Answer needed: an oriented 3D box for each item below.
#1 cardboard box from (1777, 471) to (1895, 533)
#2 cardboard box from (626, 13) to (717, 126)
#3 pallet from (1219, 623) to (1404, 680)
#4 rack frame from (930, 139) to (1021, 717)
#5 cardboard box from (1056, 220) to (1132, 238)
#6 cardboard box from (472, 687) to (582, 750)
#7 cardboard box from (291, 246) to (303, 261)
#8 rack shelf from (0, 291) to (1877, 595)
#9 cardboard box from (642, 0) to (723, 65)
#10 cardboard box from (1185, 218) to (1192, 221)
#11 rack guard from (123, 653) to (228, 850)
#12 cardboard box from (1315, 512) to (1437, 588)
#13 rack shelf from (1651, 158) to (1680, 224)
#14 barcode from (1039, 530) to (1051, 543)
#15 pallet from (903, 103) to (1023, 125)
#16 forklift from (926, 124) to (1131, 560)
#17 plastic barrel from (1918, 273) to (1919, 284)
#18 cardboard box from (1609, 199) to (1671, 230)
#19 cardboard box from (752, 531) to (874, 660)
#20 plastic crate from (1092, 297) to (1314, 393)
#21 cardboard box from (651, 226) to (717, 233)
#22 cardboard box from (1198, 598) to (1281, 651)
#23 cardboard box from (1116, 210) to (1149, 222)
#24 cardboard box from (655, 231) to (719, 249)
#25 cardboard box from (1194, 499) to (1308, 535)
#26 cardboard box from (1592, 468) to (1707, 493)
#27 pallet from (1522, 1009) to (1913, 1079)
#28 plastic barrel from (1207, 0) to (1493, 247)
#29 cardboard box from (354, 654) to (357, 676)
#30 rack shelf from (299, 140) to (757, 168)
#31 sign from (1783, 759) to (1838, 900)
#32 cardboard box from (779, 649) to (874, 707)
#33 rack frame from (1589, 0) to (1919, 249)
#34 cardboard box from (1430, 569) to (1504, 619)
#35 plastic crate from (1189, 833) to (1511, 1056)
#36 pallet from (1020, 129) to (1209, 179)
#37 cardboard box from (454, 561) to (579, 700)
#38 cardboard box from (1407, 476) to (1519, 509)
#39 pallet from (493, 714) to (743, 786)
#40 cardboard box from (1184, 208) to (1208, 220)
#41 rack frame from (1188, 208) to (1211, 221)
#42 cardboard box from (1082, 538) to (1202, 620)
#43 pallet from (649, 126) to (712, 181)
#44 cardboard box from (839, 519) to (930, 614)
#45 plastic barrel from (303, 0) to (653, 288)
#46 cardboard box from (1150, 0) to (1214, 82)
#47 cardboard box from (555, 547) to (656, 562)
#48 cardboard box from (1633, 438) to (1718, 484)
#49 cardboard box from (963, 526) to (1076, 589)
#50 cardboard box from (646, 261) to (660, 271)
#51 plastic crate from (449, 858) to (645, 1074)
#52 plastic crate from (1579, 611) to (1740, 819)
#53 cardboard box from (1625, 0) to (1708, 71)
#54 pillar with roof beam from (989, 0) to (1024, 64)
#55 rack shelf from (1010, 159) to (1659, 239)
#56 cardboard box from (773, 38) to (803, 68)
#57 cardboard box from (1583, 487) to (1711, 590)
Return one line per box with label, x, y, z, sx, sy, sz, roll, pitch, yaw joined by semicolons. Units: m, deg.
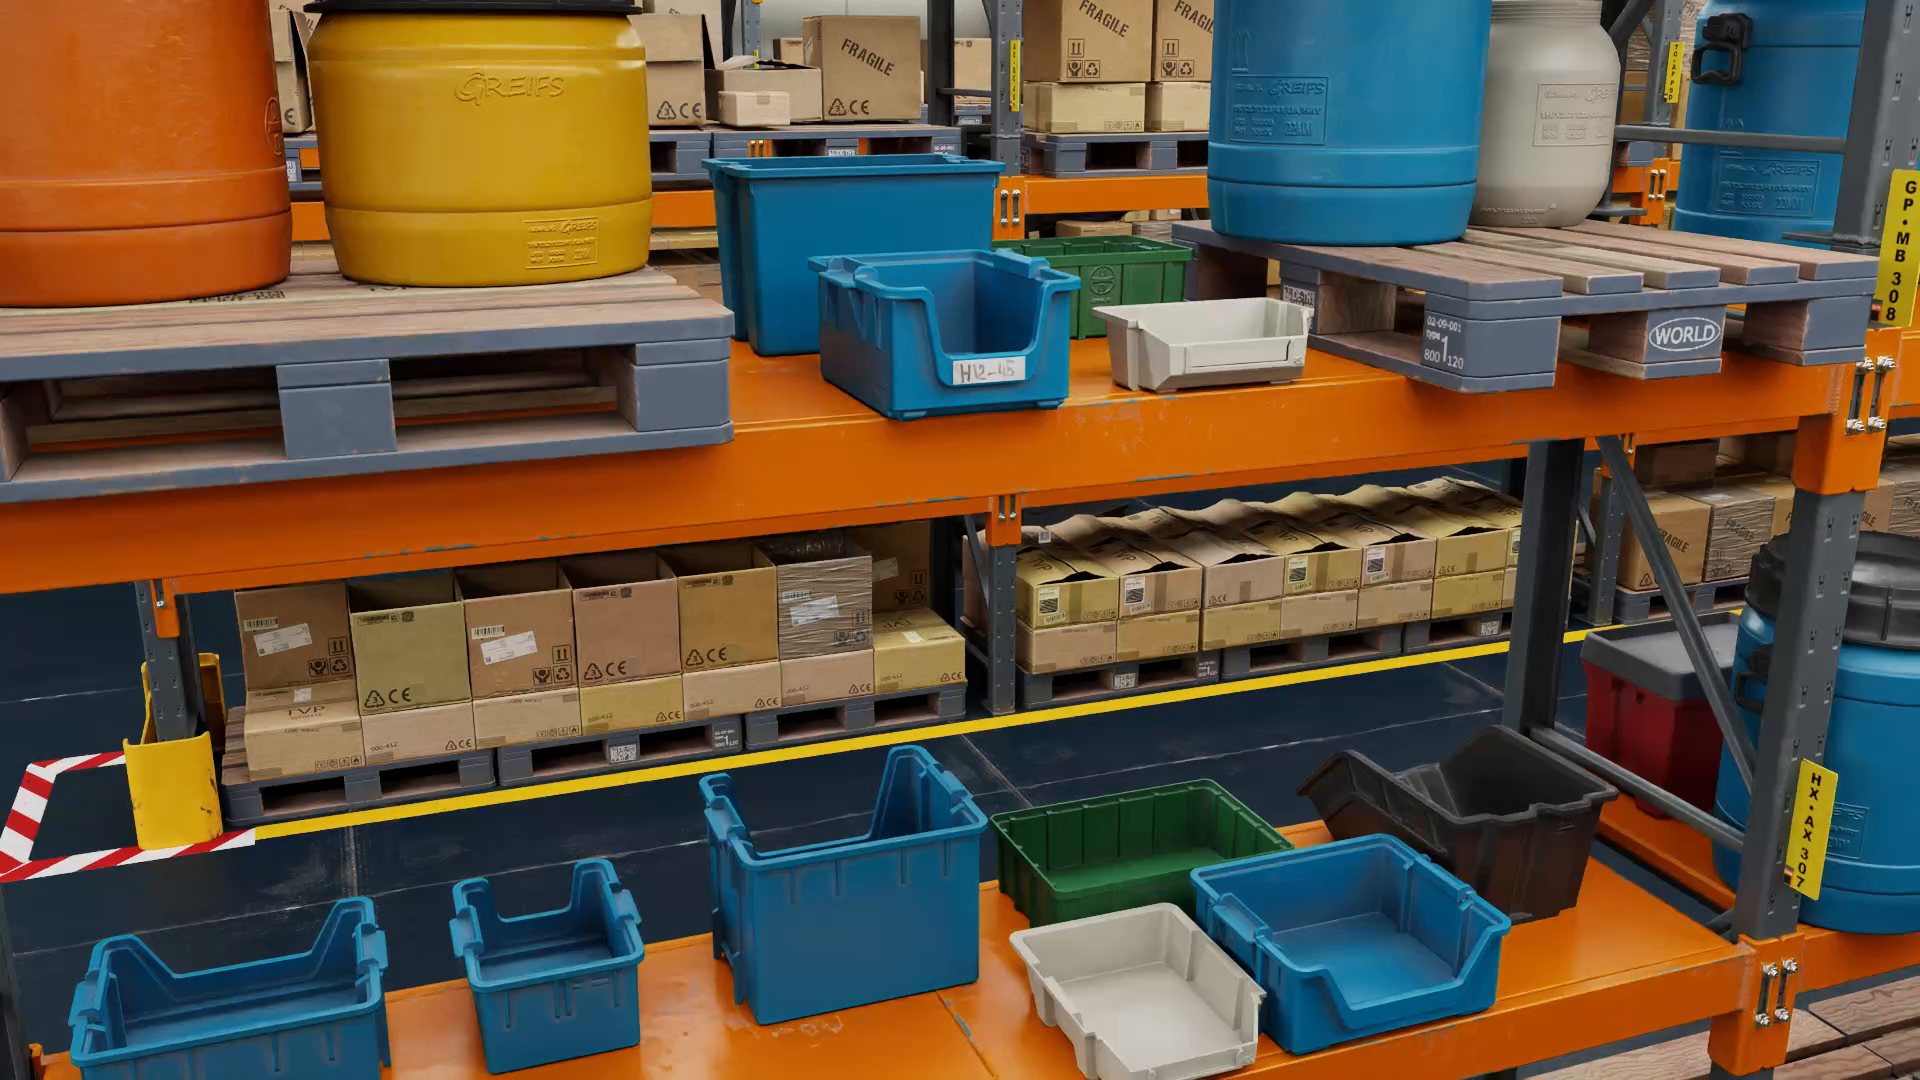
cardboard box;5.766;-0.173;11.019;0.500;0.500;0.500;-7;18;-22
cardboard box;-1.522;-2.254;7.951;0.637;0.503;0.797;-4;17;-14
pallet;1.876;0.499;10.023;1.213;0.211;1.003;-6;17;-20
rack frame;0.061;-0.630;8.919;0.127;3.000;1.000;-6;17;-20
cardboard box;1.072;-2.482;14.267;0.500;0.500;0.700;-8;18;-25
cardboard box;-2.162;0.794;8.205;0.500;0.250;0.500;-6;17;-20
cardboard box;-4.897;-1.796;11.790;0.500;0.500;0.500;-6;17;-20
rack shelf;-0.038;-0.219;3.472;4.000;0.370;1.077;-6;17;-20
cardboard box;-2.086;-3.787;12.361;0.500;0.500;0.500;-8;18;-25
cardboard box;2.366;-2.653;15.069;0.500;0.500;0.500;-6;17;-20
rack guard;-3.697;0.975;7.890;0.348;0.500;1.175;-6;17;-20
cardboard box;2.439;0.037;9.786;0.500;0.311;0.500;-6;17;-20
rack shelf;5.663;-2.329;10.658;4.000;0.370;1.077;-6;17;-20
barcode;0.448;-0.018;8.789;0.075;0.075;0.001;-6;17;-20
pallet;-0.134;-3.422;13.436;1.003;0.211;1.213;-6;17;-20
forklift;0.488;-1.294;11.303;3.031;2.935;1.130;13;21;37
plastic barrel;2.837;-1.180;4.580;0.600;0.901;0.600;0;16;0
cardboard box;6.267;-2.934;16.232;0.700;0.700;0.980;-6;17;-19
cardboard box;-0.765;0.280;8.626;0.500;0.500;0.500;-6;17;-20
plastic crate;0.475;-0.371;3.181;0.396;0.136;0.243;-6;17;-20
cardboard box;-2.229;-2.238;13.295;0.500;0.500;0.500;-7;18;-21
cardboard box;1.486;0.408;9.519;0.500;0.250;0.500;-7;18;-22
cardboard box;1.413;-2.827;14.293;0.250;0.149;0.380;-9;19;-29
cardboard box;-2.046;-2.101;12.830;0.500;0.500;0.500;-6;17;-20
cardboard box;1.757;-0.051;10.087;0.500;0.311;0.500;-6;18;-21
cardboard box;4.585;-0.201;11.114;0.500;0.500;0.500;-5;17;-18
pallet;2.549;1.922;5.177;1.213;0.211;1.003;-6;17;-20
plastic barrel;0.862;-1.135;3.682;0.708;0.901;0.600;-6;17;-20
cardboard box;-2.817;0.706;8.506;0.500;0.250;0.500;-6;17;-20
rack shelf;-3.583;-2.825;12.348;4.000;0.370;1.077;-6;17;-20
sign;2.016;0.687;3.944;0.005;0.325;0.100;-6;17;-20
cardboard box;-0.765;0.640;8.730;0.500;0.250;0.500;-6;17;-20
rack frame;1.830;-2.205;3.635;0.127;3.000;1.000;-6;17;-20
cardboard box;2.912;0.255;10.042;0.500;0.250;0.500;-6;18;-21
plastic crate;0.893;0.928;3.878;0.616;0.251;0.499;-6;17;-20
pallet;0.880;-2.070;8.838;1.217;0.209;0.805;-7;18;-22
cardboard box;-2.166;0.431;8.110;0.500;0.500;0.500;-6;17;-20
cardboard box;3.202;-0.209;10.625;0.500;0.311;0.500;-6;17;-18
pallet;-1.838;0.901;8.654;1.213;0.211;1.003;-6;17;-20
cardboard box;2.350;-3.010;14.953;0.500;0.250;0.500;-6;17;-19
rack frame;2.020;-2.336;14.730;0.127;3.000;1.000;-6;17;-20
cardboard box;1.005;0.194;9.254;0.500;0.311;0.500;-6;18;-21
pallet;-1.864;-1.812;7.778;1.213;0.211;1.003;-6;17;-20
cardboard box;-0.484;0.093;9.263;0.500;0.500;0.500;-6;17;-20
plastic barrel;-0.887;-0.802;3.104;0.600;0.588;0.600;0;16;0
cardboard box;1.174;-2.674;8.746;0.500;0.500;0.500;-4;17;-15
cardboard box;-1.884;0.244;8.746;0.500;0.500;0.500;-6;17;-20
cardboard box;4.636;-0.567;11.032;0.500;0.250;0.500;-5;17;-18
cardboard box;0.336;0.103;9.564;0.500;0.311;0.500;-6;17;-20
cardboard box;-1.757;-1.102;8.047;0.500;0.500;0.700;-6;17;-20
plastic crate;-0.937;0.955;3.785;0.408;0.251;0.499;-6;17;-20
plastic crate;2.172;0.514;4.911;0.583;0.464;0.402;-6;17;-20
cardboard box;4.205;-3.042;9.859;0.500;0.500;0.500;-6;17;-20
pillar with roof beam;2.037;-4.178;10.356;0.400;9.000;9.100;-6;17;-20
rack shelf;1.928;-1.926;9.285;4.000;0.370;1.077;-6;17;-20
cardboard box;-1.176;-3.656;12.976;0.500;0.500;0.500;-4;17;-12
cardboard box;4.323;-0.016;10.483;0.500;0.500;0.500;-5;17;-18
